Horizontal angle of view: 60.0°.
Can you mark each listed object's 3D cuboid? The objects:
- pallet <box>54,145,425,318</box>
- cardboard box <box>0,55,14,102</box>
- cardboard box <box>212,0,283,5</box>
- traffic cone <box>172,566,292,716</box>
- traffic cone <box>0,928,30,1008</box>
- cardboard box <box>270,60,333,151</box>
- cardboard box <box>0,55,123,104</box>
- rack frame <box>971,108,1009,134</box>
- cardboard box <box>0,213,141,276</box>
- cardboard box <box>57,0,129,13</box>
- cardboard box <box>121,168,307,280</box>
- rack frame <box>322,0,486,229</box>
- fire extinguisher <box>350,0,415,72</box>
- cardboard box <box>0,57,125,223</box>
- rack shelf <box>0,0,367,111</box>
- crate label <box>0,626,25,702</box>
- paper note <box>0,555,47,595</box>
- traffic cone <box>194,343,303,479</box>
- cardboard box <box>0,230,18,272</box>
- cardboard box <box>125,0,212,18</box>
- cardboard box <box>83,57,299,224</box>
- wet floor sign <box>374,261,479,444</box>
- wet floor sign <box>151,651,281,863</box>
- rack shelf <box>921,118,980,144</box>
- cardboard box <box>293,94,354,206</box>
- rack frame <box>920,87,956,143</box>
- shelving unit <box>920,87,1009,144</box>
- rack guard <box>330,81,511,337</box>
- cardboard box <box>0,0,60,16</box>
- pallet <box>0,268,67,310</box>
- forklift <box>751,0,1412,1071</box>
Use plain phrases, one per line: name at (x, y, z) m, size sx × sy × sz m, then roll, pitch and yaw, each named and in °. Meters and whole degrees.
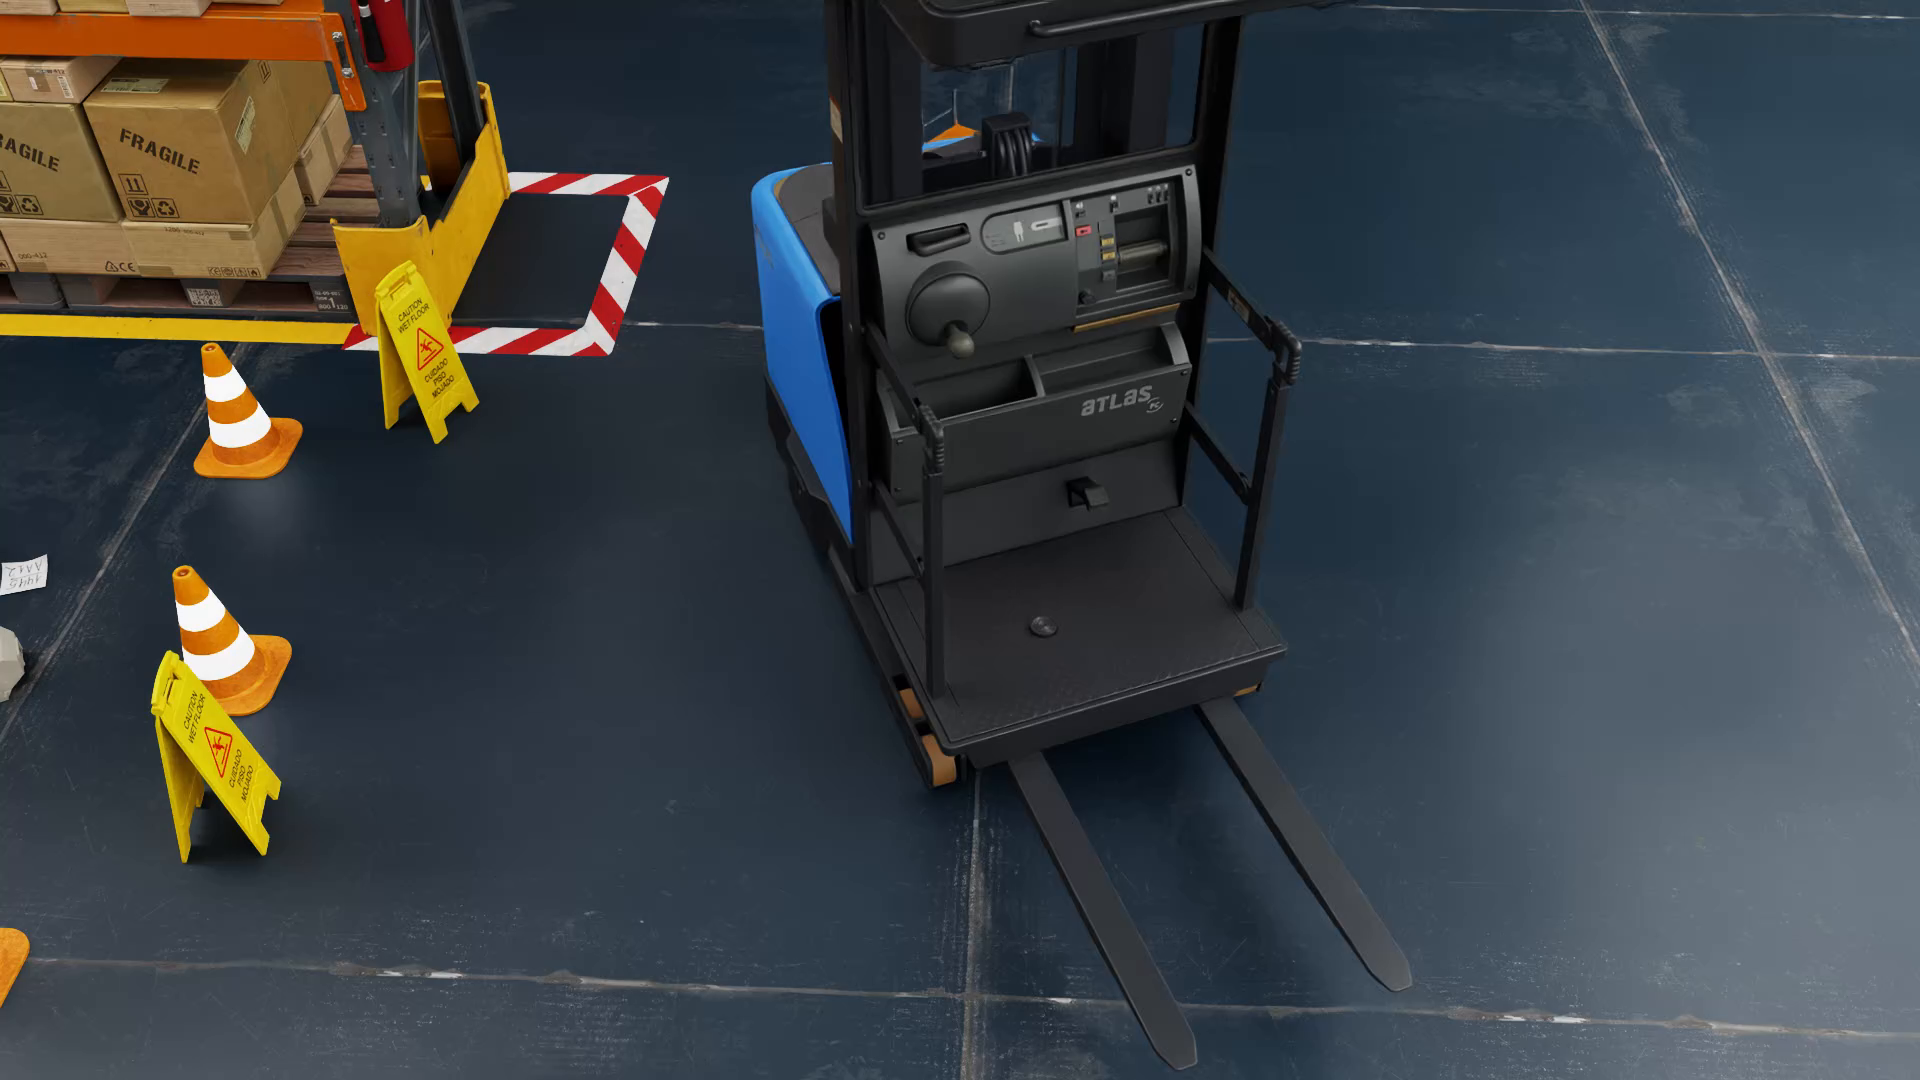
pallet at (-3.008, -1.329, 7.021) m, size 1.213 × 0.211 × 1.003 m, roll 2°, pitch 43°, yaw 2°
cardboard box at (-3.555, -1.779, 6.143) m, size 0.250 × 0.149 × 0.380 m, roll 2°, pitch 43°, yaw 3°
cardboard box at (-2.506, -2.072, 5.957) m, size 0.250 × 0.149 × 0.380 m, roll 3°, pitch 43°, yaw 3°
traffic cone at (-2.320, 0.262, 5.129) m, size 0.334 × 0.463 × 0.336 m, roll 2°, pitch 43°, yaw 2°
traffic cone at (-2.711, 1.021, 4.314) m, size 0.334 × 0.463 × 0.336 m, roll 2°, pitch 43°, yaw 2°
cardboard box at (-2.939, -1.933, 6.783) m, size 0.500 × 0.500 × 0.500 m, roll 0°, pitch 43°, yaw 0°
cardboard box at (-3.304, -1.770, 6.132) m, size 0.250 × 0.149 × 0.380 m, roll 3°, pitch 43°, yaw 3°
rack frame at (0.106, -1.078, 6.137) m, size 0.008 × 1.050 × 0.200 m, roll 30°, pitch 50°, yaw 28°
cardboard box at (-3.459, -1.308, 6.663) m, size 0.500 × 0.250 × 0.500 m, roll 2°, pitch 43°, yaw 2°
cardboard box at (-3.019, -2.026, 5.909) m, size 0.250 × 0.149 × 0.380 m, roll 1°, pitch 43°, yaw 1°
cardboard box at (-2.966, -1.288, 6.641) m, size 0.500 × 0.250 × 0.500 m, roll 2°, pitch 43°, yaw 2°
rack frame at (-2.122, -2.298, 6.016) m, size 0.127 × 3.000 × 1.000 m, roll 2°, pitch 43°, yaw 2°
fire extinguisher at (-2.029, -1.952, 5.702) m, size 0.183 × 0.674 × 0.296 m, roll 2°, pitch 43°, yaw 2°
cardboard box at (-3.456, -1.580, 6.405) m, size 0.500 × 0.500 × 0.500 m, roll 3°, pitch 43°, yaw 3°
rack shelf at (-4.120, -2.096, 6.327) m, size 4.000 × 0.370 × 1.077 m, roll 2°, pitch 43°, yaw 2°
crate label at (-3.108, 0.399, 5.221) m, size 0.298 × 0.136 × 0.250 m, roll -19°, pitch 46°, yaw -20°
paper note at (-3.156, 0.115, 5.604) m, size 0.142 × 0.019 × 0.148 m, roll -12°, pitch 44°, yaw -13°
traffic cone at (-2.610, -0.504, 5.952) m, size 0.334 × 0.463 × 0.336 m, roll 2°, pitch 43°, yaw 2°
cardboard box at (-3.982, -1.320, 6.676) m, size 0.500 × 0.250 × 0.500 m, roll 0°, pitch 43°, yaw 0°
cardboard box at (-2.764, -2.004, 5.885) m, size 0.250 × 0.149 × 0.380 m, roll 1°, pitch 43°, yaw 1°
cardboard box at (-2.934, -1.567, 6.390) m, size 0.500 × 0.500 × 0.500 m, roll 2°, pitch 43°, yaw 2°
wet floor sign at (-1.981, -0.702, 6.030) m, size 0.232 × 0.644 × 0.267 m, roll 16°, pitch 45°, yaw 16°
wet floor sign at (-2.126, 0.590, 4.643) m, size 0.232 × 0.644 × 0.267 m, roll -5°, pitch 43°, yaw -5°
rack shelf at (0.012, -1.331, 6.008) m, size 0.240 × 0.259 × 0.215 m, roll 30°, pitch 50°, yaw 28°
cardboard box at (-2.916, -1.658, 7.039) m, size 0.500 × 0.250 × 0.500 m, roll 1°, pitch 43°, yaw 2°
rack frame at (-0.082, -1.184, 6.251) m, size 0.008 × 1.050 × 0.200 m, roll 30°, pitch 50°, yaw 28°
shelving unit at (0.012, -1.131, 6.194) m, size 0.252 × 1.050 × 0.215 m, roll 30°, pitch 50°, yaw 28°
rack guard at (-2.198, -1.385, 6.870) m, size 0.348 × 0.500 × 1.175 m, roll 2°, pitch 43°, yaw 2°
cardboard box at (-3.277, -2.014, 5.895) m, size 0.250 × 0.149 × 0.380 m, roll 2°, pitch 43°, yaw 3°
pallet at (-4.224, -1.368, 7.064) m, size 1.213 × 0.211 × 1.003 m, roll 2°, pitch 43°, yaw 2°
forklift at (0.296, -0.664, 4.313) m, size 1.130 × 2.935 × 3.031 m, roll -15°, pitch 45°, yaw -15°
